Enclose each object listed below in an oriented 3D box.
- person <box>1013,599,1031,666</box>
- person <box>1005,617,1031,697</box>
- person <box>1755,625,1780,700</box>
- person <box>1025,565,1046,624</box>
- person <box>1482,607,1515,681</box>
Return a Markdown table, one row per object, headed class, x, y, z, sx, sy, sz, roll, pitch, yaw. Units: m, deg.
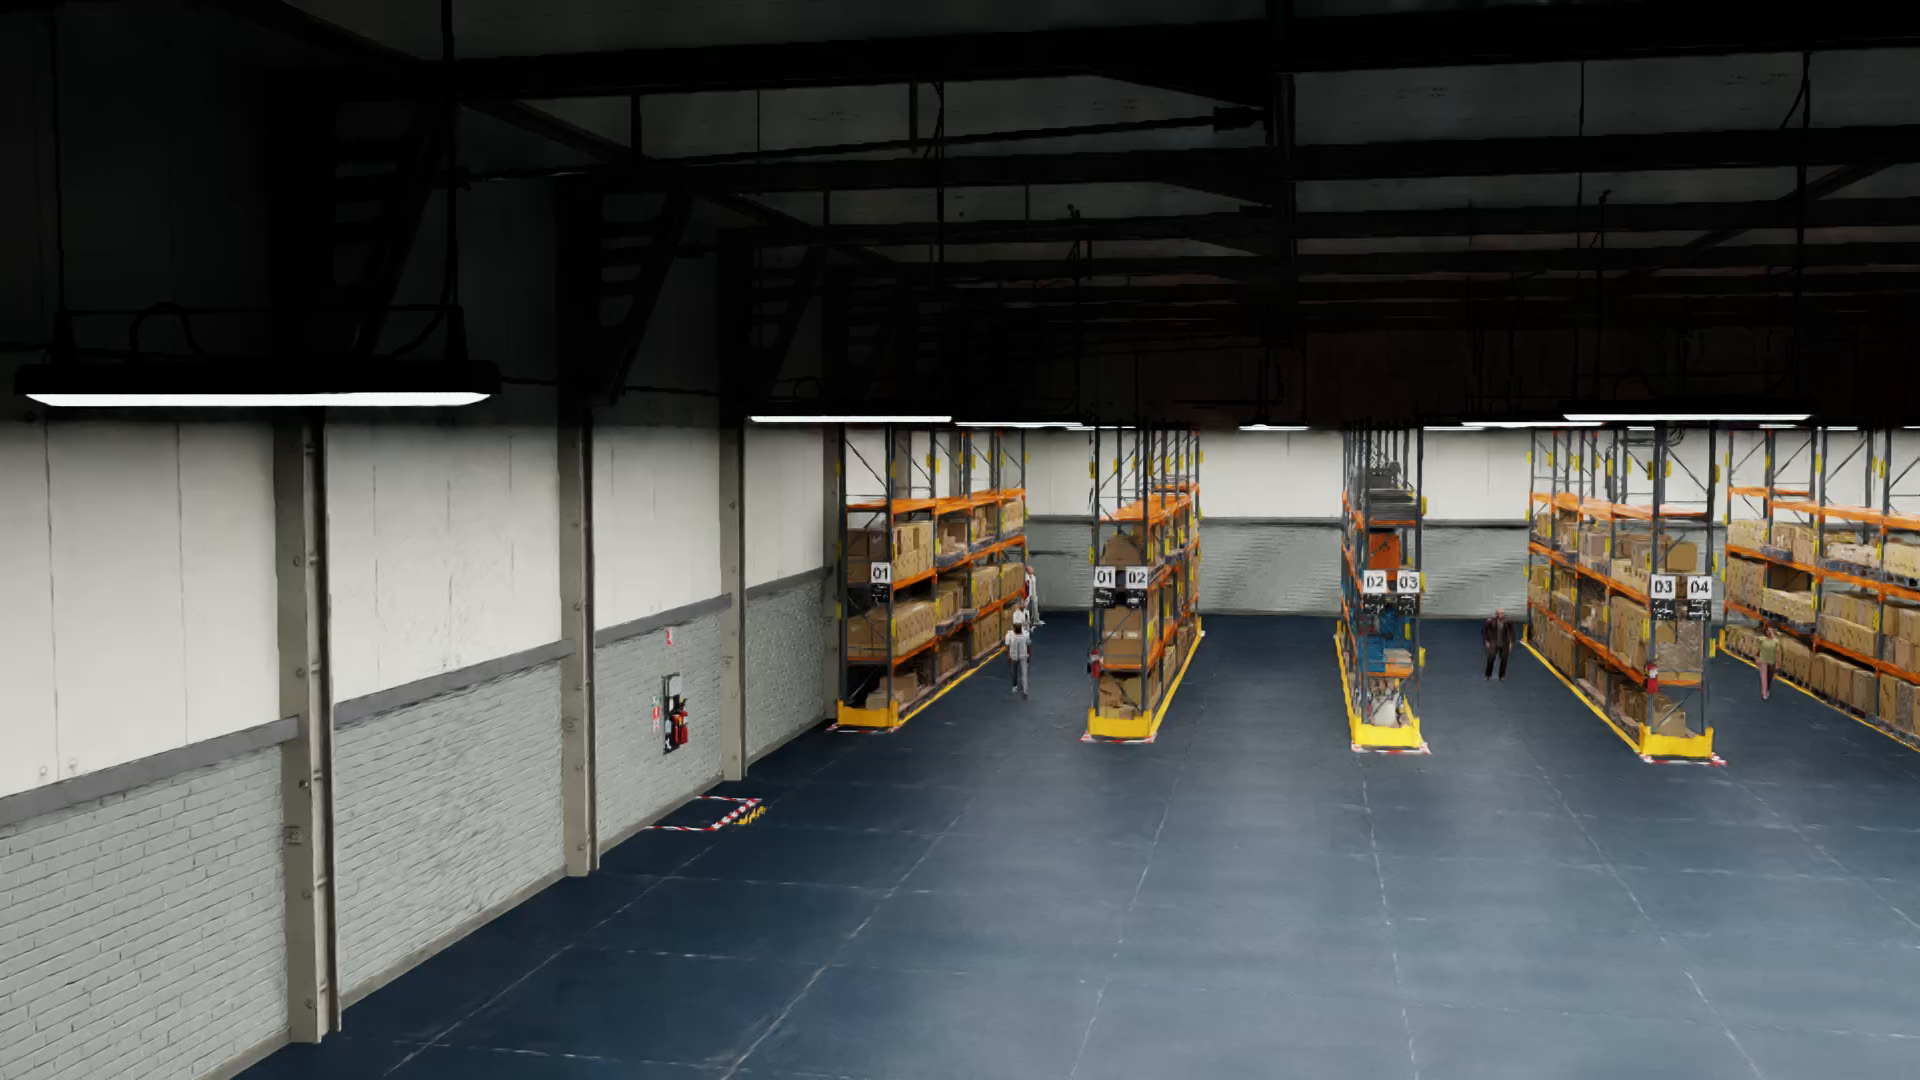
| class | x | y | z | sx | sy | sz | roll | pitch | yaw |
| --- | --- | --- | --- | --- | --- | --- | --- | --- | --- |
| person | 1.519 | 2.248 | 40.825 | 0.448 | 1.623 | 0.997 | 0 | 4 | 3 |
| person | 1.249 | 2.524 | 36.008 | 0.569 | 1.709 | 1.034 | 0 | 4 | 3 |
| person | 17.307 | 2.596 | 35.577 | 0.451 | 1.586 | 1.098 | 1 | 4 | 14 |
| person | 2.073 | 1.631 | 49.212 | 0.775 | 1.769 | 0.577 | -3 | 5 | -41 |
| person | 12.348 | 2.386 | 38.168 | 0.729 | 1.734 | 0.546 | 1 | 4 | 10 |
